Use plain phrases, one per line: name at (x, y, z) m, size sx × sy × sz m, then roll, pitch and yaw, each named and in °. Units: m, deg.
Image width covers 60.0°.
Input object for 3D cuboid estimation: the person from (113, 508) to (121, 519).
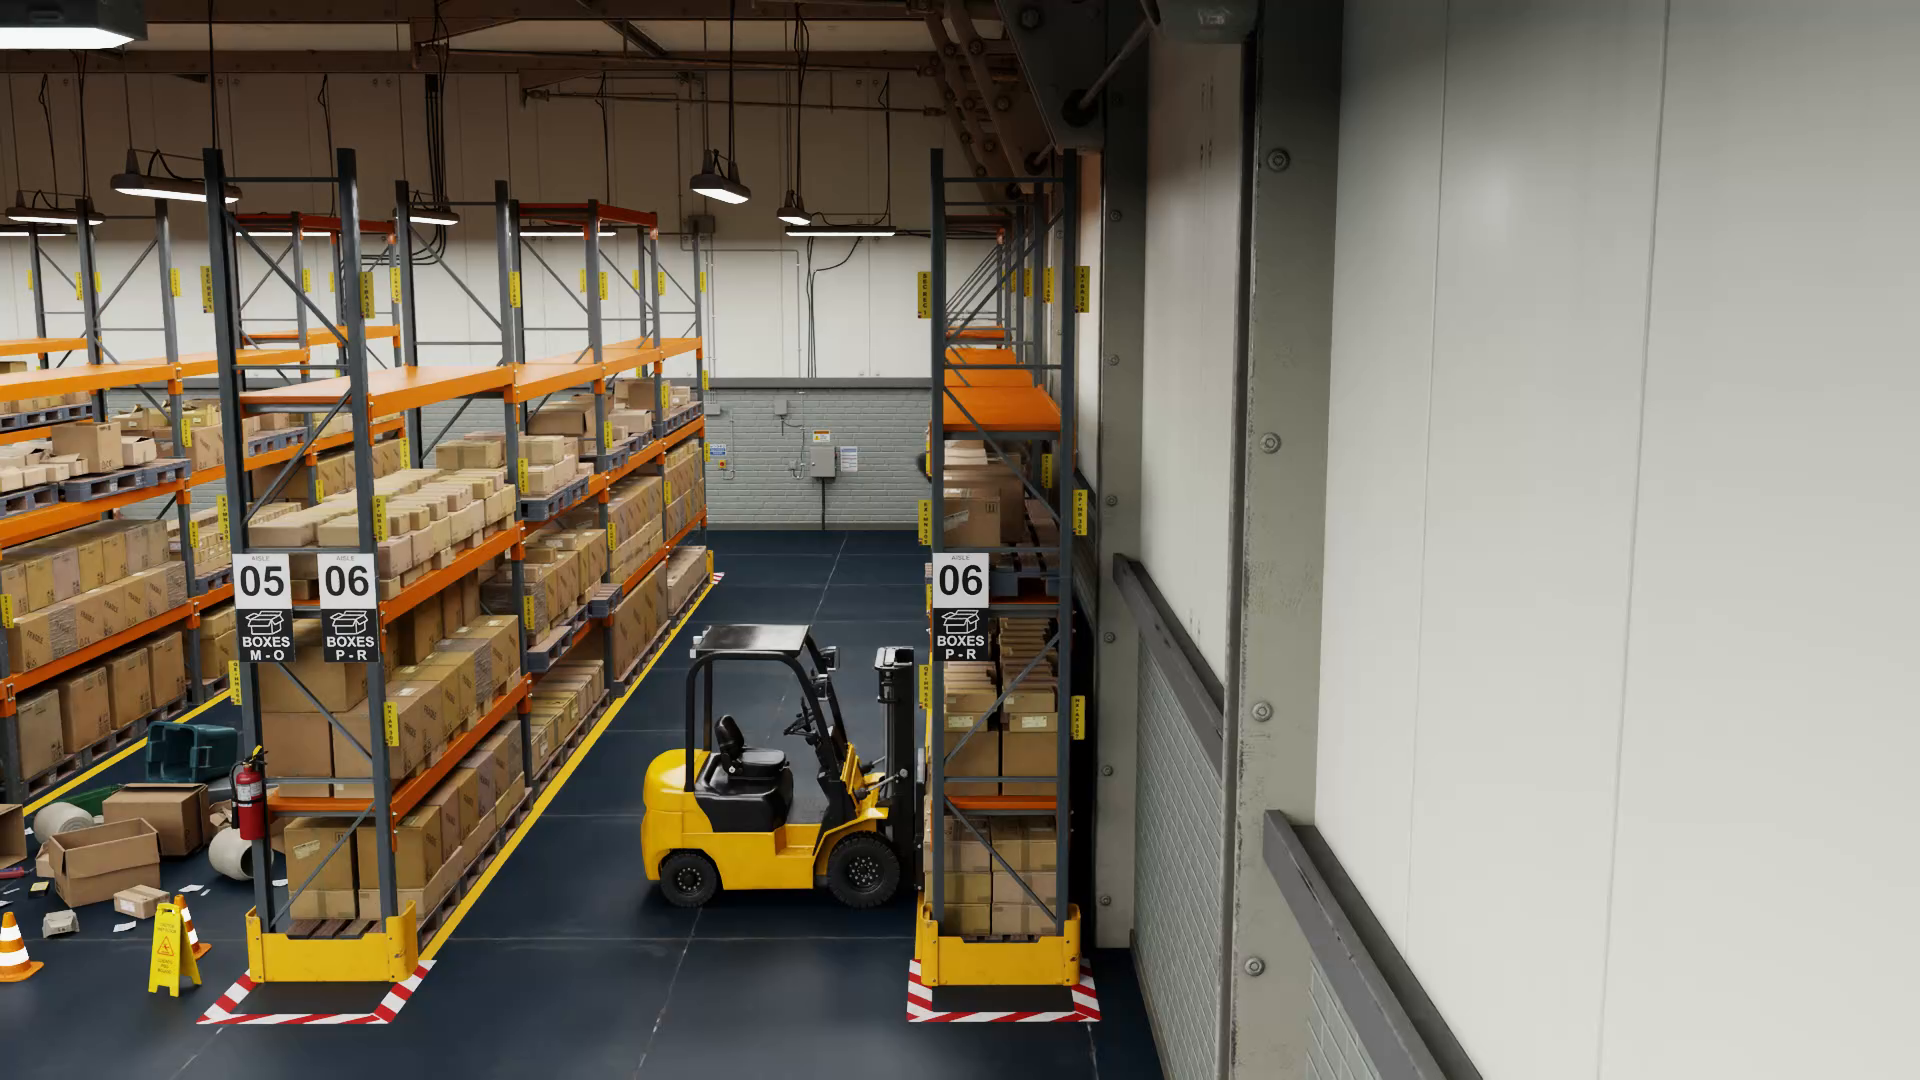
person at (-12.263, 0.435, 24.173) m, size 0.682 × 1.841 × 0.801 m, roll -1°, pitch 9°, yaw -4°
